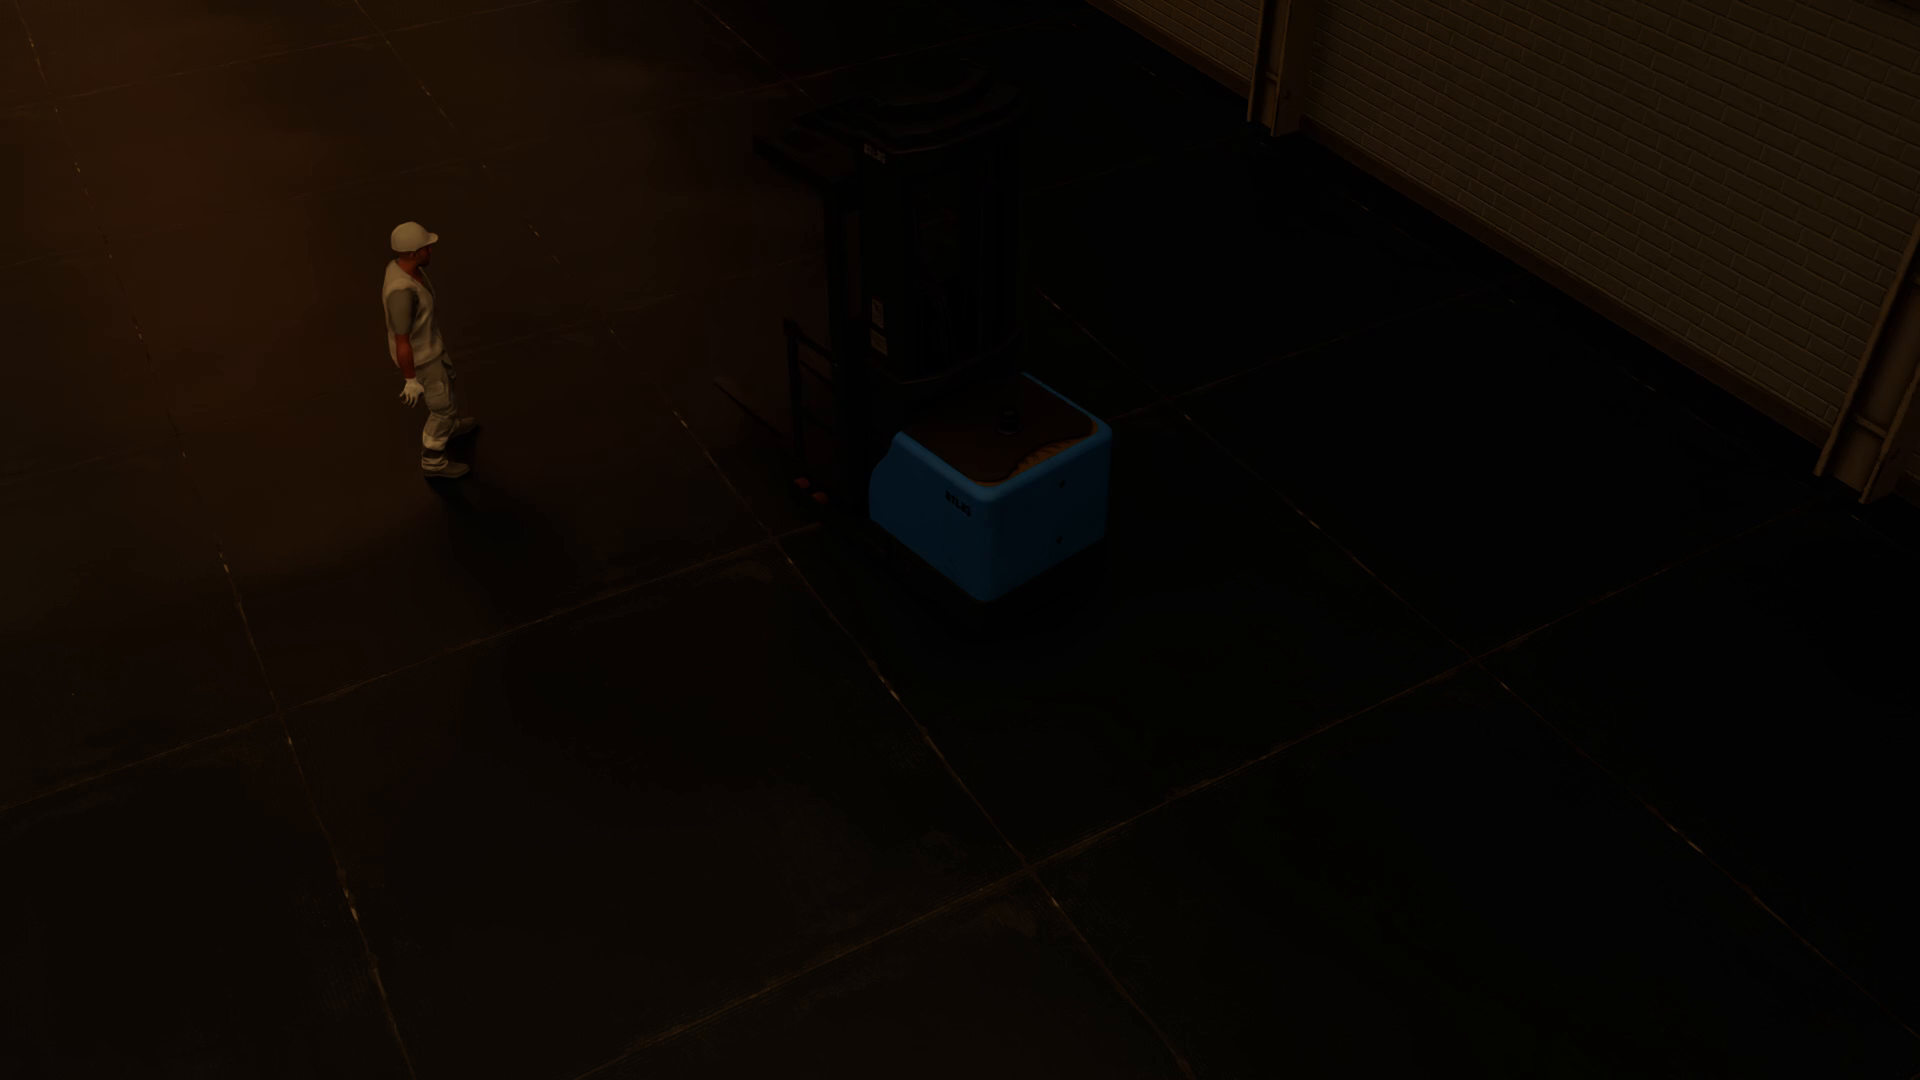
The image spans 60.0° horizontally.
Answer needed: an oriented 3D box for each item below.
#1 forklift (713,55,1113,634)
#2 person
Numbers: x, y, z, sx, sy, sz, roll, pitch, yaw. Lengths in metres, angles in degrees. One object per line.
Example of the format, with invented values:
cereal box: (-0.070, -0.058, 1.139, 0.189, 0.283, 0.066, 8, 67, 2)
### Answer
forklift: (-0.450, -1.456, 9.791, 1.130, 2.935, 3.031, -28, 47, -30)
person: (-3.329, -1.190, 10.395, 0.428, 1.752, 0.839, -9, 41, -11)
